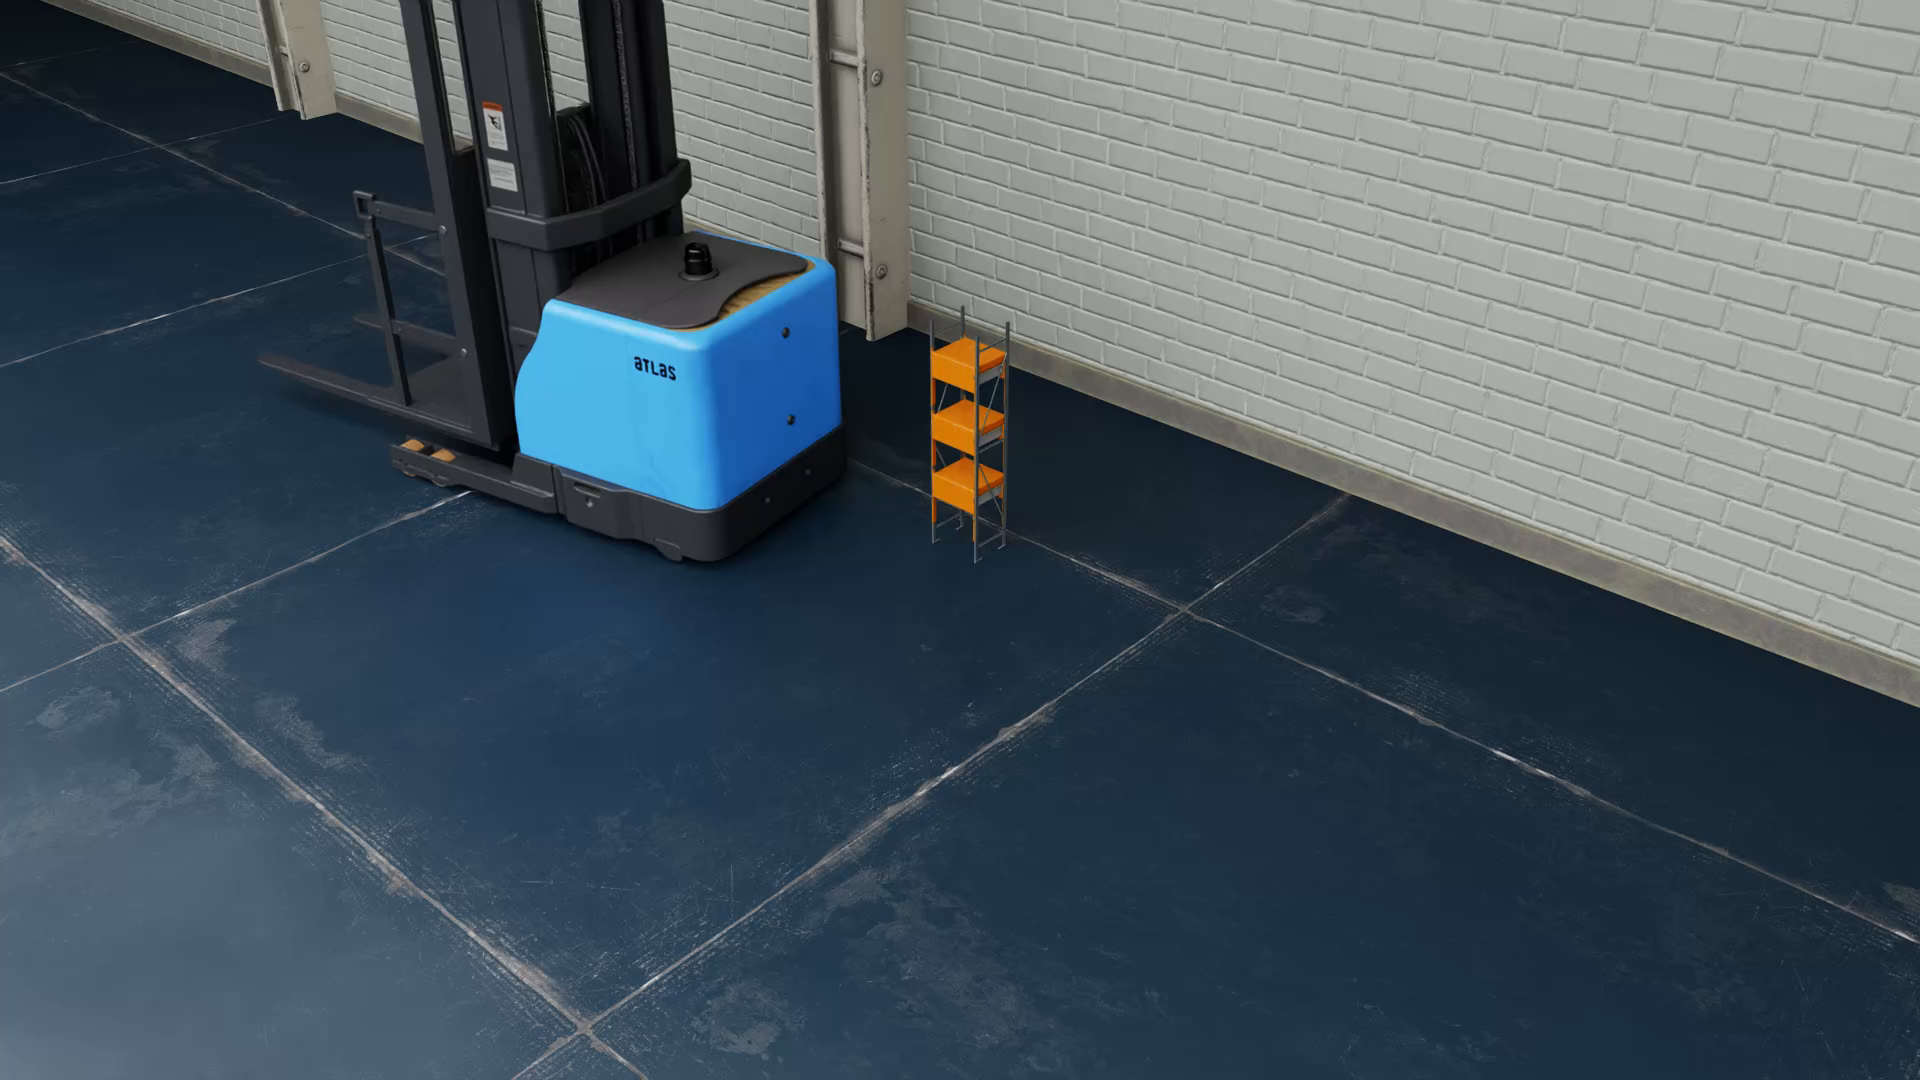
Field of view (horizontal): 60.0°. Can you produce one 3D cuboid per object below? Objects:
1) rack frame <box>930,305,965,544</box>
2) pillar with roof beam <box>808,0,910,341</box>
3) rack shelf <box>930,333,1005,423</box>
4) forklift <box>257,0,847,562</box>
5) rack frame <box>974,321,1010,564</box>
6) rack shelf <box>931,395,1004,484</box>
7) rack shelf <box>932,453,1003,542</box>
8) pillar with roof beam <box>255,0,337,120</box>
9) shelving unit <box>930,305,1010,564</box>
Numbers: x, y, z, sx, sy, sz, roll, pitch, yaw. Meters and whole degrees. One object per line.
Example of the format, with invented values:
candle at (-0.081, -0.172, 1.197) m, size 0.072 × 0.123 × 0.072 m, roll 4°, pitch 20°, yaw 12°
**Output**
rack frame at (-0.051, -0.473, 7.019) m, size 0.008 × 1.050 × 0.200 m, roll 25°, pitch 39°, yaw 35°
pillar with roof beam at (-3.407, -3.415, 4.198) m, size 0.400 × 9.000 × 9.100 m, roll 25°, pitch 39°, yaw 35°
rack shelf at (0.040, -0.665, 6.808) m, size 0.240 × 0.259 × 0.215 m, roll 25°, pitch 39°, yaw 35°
forklift at (-2.049, -1.716, 7.258) m, size 3.031 × 2.935 × 1.130 m, roll 17°, pitch 35°, yaw 26°
rack frame at (0.130, -0.389, 6.878) m, size 0.008 × 1.050 × 0.200 m, roll 25°, pitch 39°, yaw 35°
rack shelf at (0.040, -0.422, 6.954) m, size 0.240 × 0.259 × 0.215 m, roll 25°, pitch 39°, yaw 35°
rack shelf at (0.040, -0.184, 7.097) m, size 0.240 × 0.259 × 0.215 m, roll 25°, pitch 39°, yaw 35°
pillar with roof beam at (-7.855, -5.492, 7.647) m, size 0.400 × 9.000 × 9.100 m, roll 25°, pitch 39°, yaw 35°
shelving unit at (0.040, -0.431, 6.948) m, size 0.252 × 1.050 × 0.215 m, roll 25°, pitch 39°, yaw 35°
